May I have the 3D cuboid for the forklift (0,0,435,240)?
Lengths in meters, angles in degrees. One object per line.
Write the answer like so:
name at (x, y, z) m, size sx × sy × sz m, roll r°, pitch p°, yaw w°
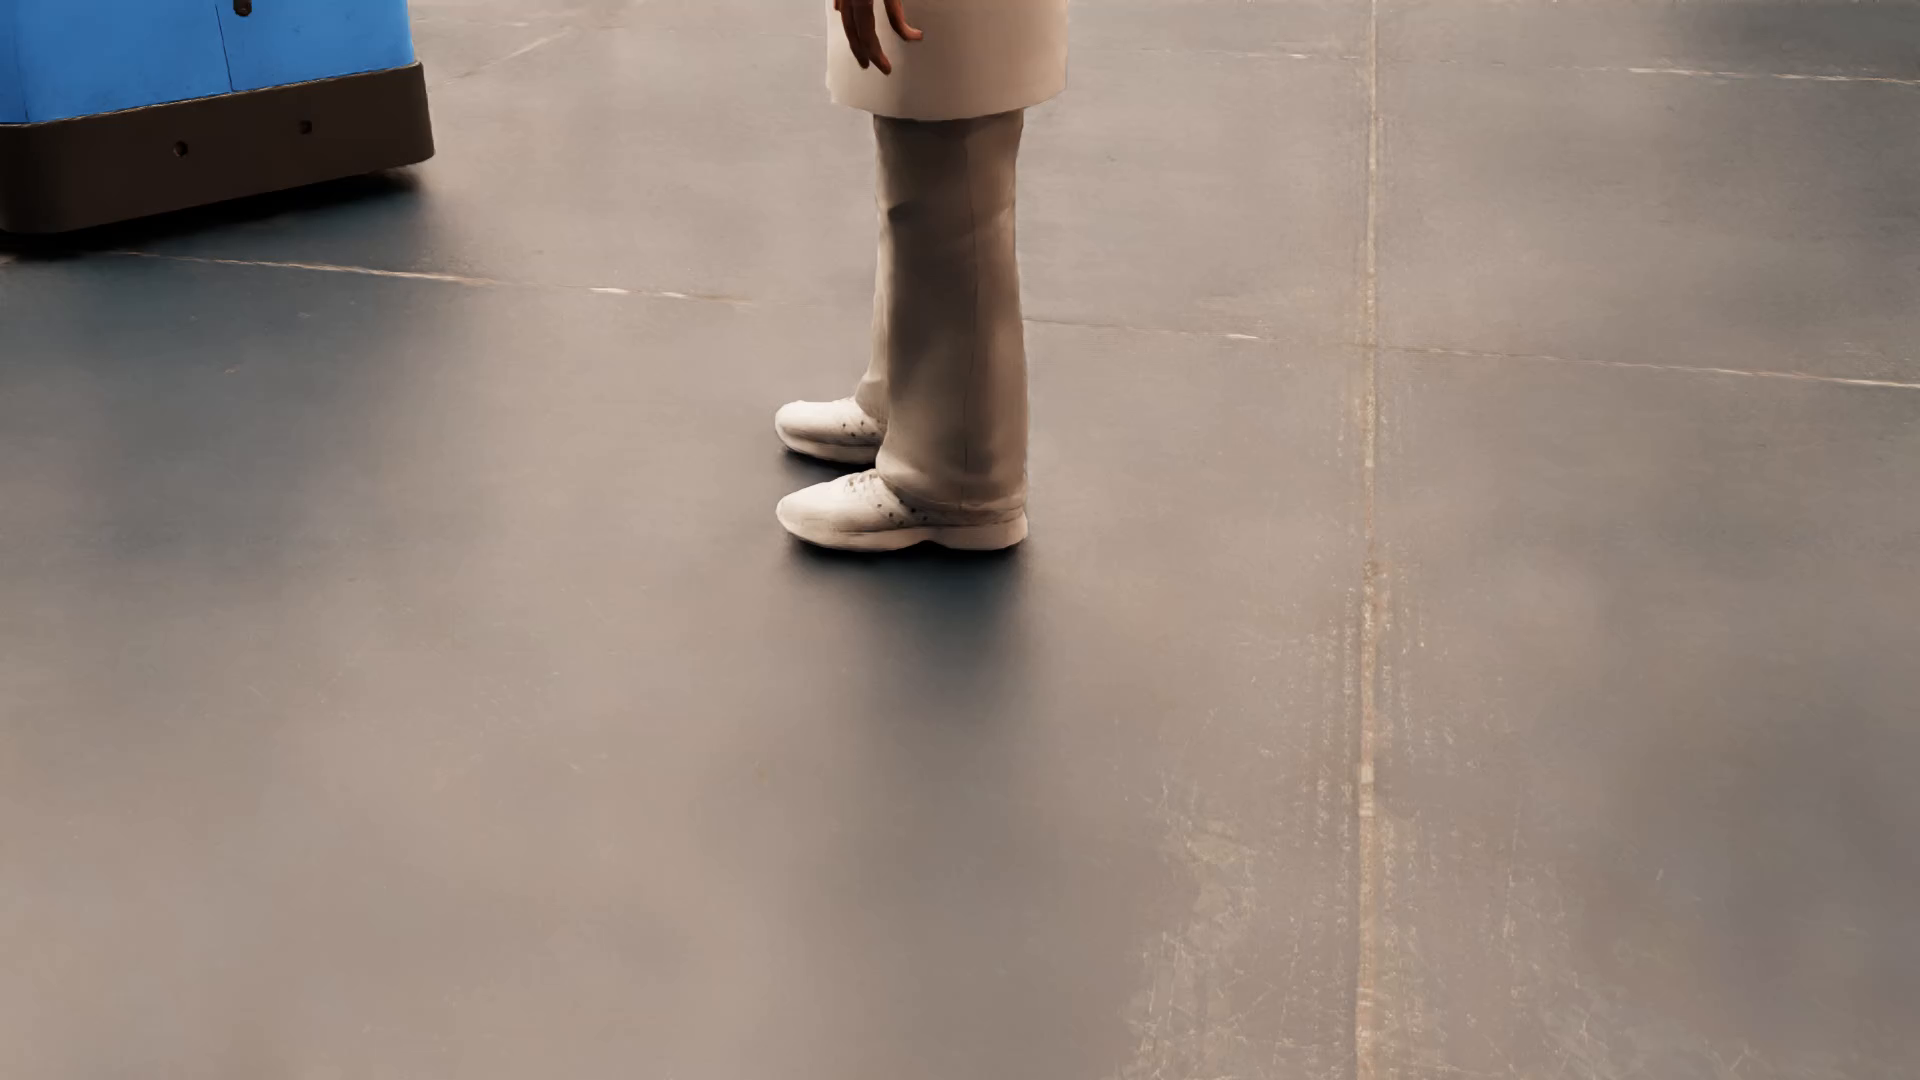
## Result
forklift at (-2.773, -2.543, 4.287) m, size 3.031 × 2.935 × 1.130 m, roll 24°, pitch 35°, yaw 38°

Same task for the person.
person at (-0.088, -0.811, 2.118) m, size 0.579 × 1.776 × 0.694 m, roll 6°, pitch 27°, yaw 11°
